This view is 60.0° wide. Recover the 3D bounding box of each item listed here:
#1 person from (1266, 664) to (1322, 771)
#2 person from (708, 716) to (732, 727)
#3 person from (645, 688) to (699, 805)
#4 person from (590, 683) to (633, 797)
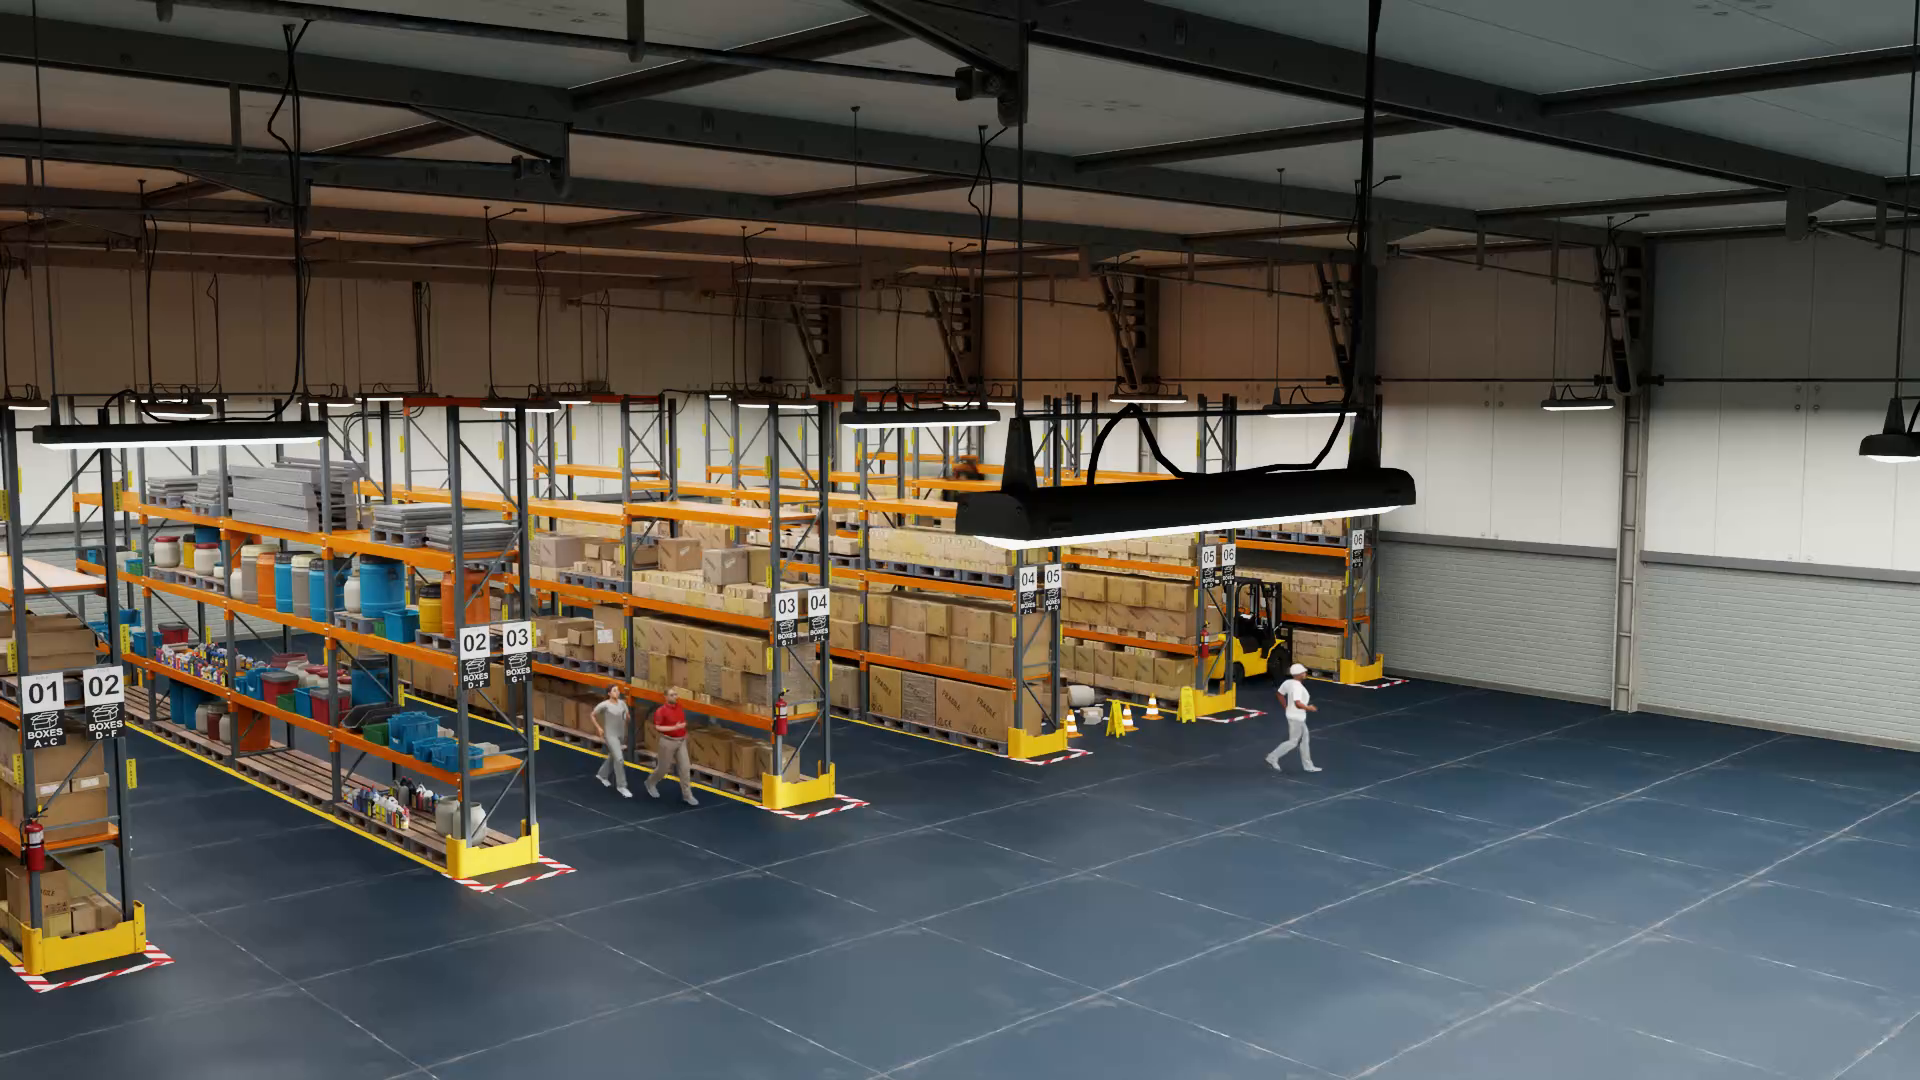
[{"bbox_3d":[5.376,2.866,26.678,0.932,1.762,0.699,0,6,2],"label":"person"},{"bbox_3d":[-4.202,2.545,30.072,0.809,1.738,0.691,5,7,42],"label":"person"},{"bbox_3d":[-4.298,3.055,24.811,0.987,1.714,0.663,5,7,39],"label":"person"},{"bbox_3d":[-5.293,3.023,25.414,0.904,1.693,0.550,4,7,36],"label":"person"}]
